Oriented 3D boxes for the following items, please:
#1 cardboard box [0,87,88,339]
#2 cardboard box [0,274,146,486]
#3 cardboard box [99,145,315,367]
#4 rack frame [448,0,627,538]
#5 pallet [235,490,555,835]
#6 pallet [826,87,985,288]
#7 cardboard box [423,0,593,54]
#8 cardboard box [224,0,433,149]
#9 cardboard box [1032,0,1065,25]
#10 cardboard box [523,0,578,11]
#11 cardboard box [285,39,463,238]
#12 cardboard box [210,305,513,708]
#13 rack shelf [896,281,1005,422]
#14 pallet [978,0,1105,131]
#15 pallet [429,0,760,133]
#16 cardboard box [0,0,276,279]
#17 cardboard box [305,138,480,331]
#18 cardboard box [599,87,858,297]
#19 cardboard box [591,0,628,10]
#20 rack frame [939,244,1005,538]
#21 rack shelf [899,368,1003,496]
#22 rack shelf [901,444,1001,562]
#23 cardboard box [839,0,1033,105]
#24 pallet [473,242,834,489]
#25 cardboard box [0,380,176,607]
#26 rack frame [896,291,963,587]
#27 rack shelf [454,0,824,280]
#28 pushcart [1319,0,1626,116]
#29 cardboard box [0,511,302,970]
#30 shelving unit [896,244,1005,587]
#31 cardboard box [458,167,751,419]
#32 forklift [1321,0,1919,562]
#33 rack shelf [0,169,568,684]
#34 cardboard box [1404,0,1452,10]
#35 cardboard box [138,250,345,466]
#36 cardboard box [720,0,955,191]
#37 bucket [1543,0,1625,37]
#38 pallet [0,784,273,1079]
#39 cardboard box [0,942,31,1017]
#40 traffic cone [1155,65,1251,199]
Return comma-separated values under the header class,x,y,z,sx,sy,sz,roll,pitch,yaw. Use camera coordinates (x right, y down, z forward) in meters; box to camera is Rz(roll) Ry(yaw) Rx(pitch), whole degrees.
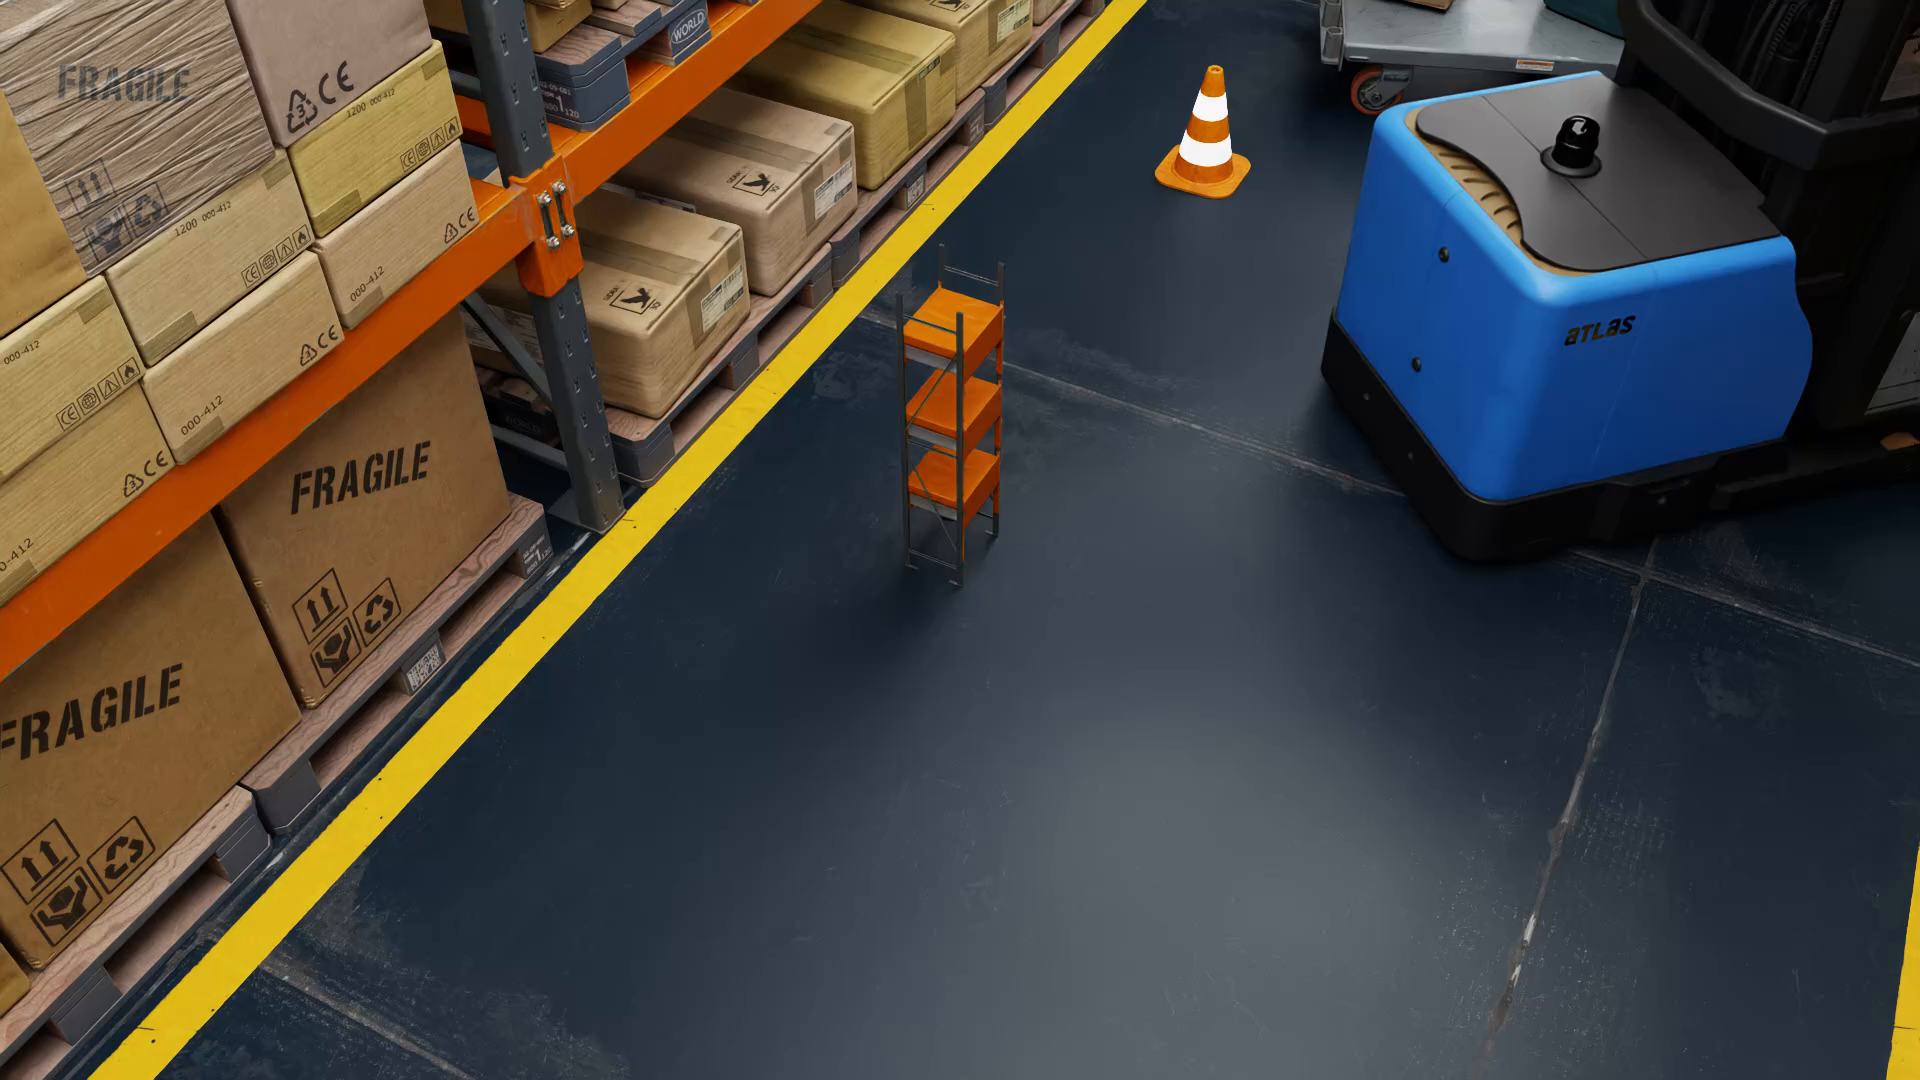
class,x,y,z,sx,sy,sz,roll,pitch,yaw
cardboard box,-2.016,-0.604,2.965,0.500,0.500,0.500,20,49,19
cardboard box,-1.995,-0.347,3.238,0.500,0.250,0.500,19,48,18
cardboard box,-1.775,-0.676,3.563,0.500,0.250,0.500,19,48,18
rack frame,-1.541,-1.266,4.392,1.000,3.000,0.127,20,49,19
pallet,-1.973,0.186,4.918,1.003,0.211,1.213,20,49,19
pallet,-0.609,-1.543,6.627,1.003,0.211,1.213,20,49,19
cardboard box,-1.225,-1.469,4.474,0.380,0.149,0.250,18,48,17
cardboard box,-1.549,-1.241,3.594,0.500,0.500,0.500,19,48,18
cardboard box,0.075,-2.679,7.341,0.950,0.372,0.625,21,49,20
cardboard box,-1.127,-1.761,4.306,0.500,0.500,0.500,19,48,18
cardboard box,-1.541,-1.000,3.884,0.500,0.250,0.500,20,49,19
cardboard box,-1.935,-0.259,4.596,0.875,0.875,0.875,20,49,19
rack shelf,-0.025,-0.527,4.649,0.215,0.259,0.240,20,49,19
pallet,-0.044,-2.315,7.389,1.003,0.211,1.213,20,49,19
pallet,-1.304,-1.683,4.939,1.213,0.211,1.003,20,49,19
cardboard box,-1.780,-0.915,3.272,0.500,0.500,0.500,21,49,20
cardboard box,-1.546,-0.809,4.046,0.500,0.250,0.500,19,48,18
cardboard box,-0.934,-1.310,5.988,0.950,0.372,0.625,20,49,18
cardboard box,-1.064,-1.636,4.639,0.380,0.149,0.250,18,48,17
rack frame,0.032,-0.412,4.919,0.200,1.050,0.008,20,49,19
rack shelf,-0.025,-0.328,4.851,0.215,0.259,0.240,20,49,19
rack shelf,-0.025,-0.133,5.048,0.215,0.259,0.240,20,49,19
cardboard box,-0.256,-2.225,6.892,0.950,0.372,0.625,23,50,21
pallet,-1.177,-0.778,5.870,1.003,0.211,1.213,20,49,19
cardboard box,-2.017,-0.170,3.415,0.500,0.250,0.500,20,49,19
rack frame,-0.081,-0.258,4.767,0.200,1.050,0.008,20,49,19
rack shelf,-0.612,-2.273,5.894,1.077,0.370,4.000,20,49,19
pushcart,2.359,-2.143,7.103,1.648,0.377,0.936,5,46,5
cardboard box,-2.353,0.301,4.042,0.875,0.875,0.875,21,49,20
shelving unit,-0.025,-0.335,4.843,0.215,1.050,0.252,20,49,19
cardboard box,-1.270,-0.843,5.526,0.950,0.372,0.625,17,48,16
forklift,2.817,-1.570,4.741,3.031,2.935,1.130,-12,47,-12
rack shelf,-2.469,0.247,3.403,1.077,0.370,4.000,20,49,19
cardboard box,1.907,-2.605,6.940,0.500,0.500,0.500,20,49,19
cardboard box,-1.769,-0.482,3.723,0.500,0.250,0.500,21,49,20
cardboard box,-0.577,-1.786,6.459,0.950,0.372,0.625,22,49,20
bucket,2.768,-2.446,6.791,0.620,0.611,0.726,-39,56,-20
pallet,-2.541,0.951,4.161,1.003,0.211,1.213,20,49,19
cardboard box,-2.768,0.864,3.485,0.875,0.875,0.875,22,49,20
traffic cone,0.980,-1.651,6.556,0.336,0.463,0.334,20,49,19
